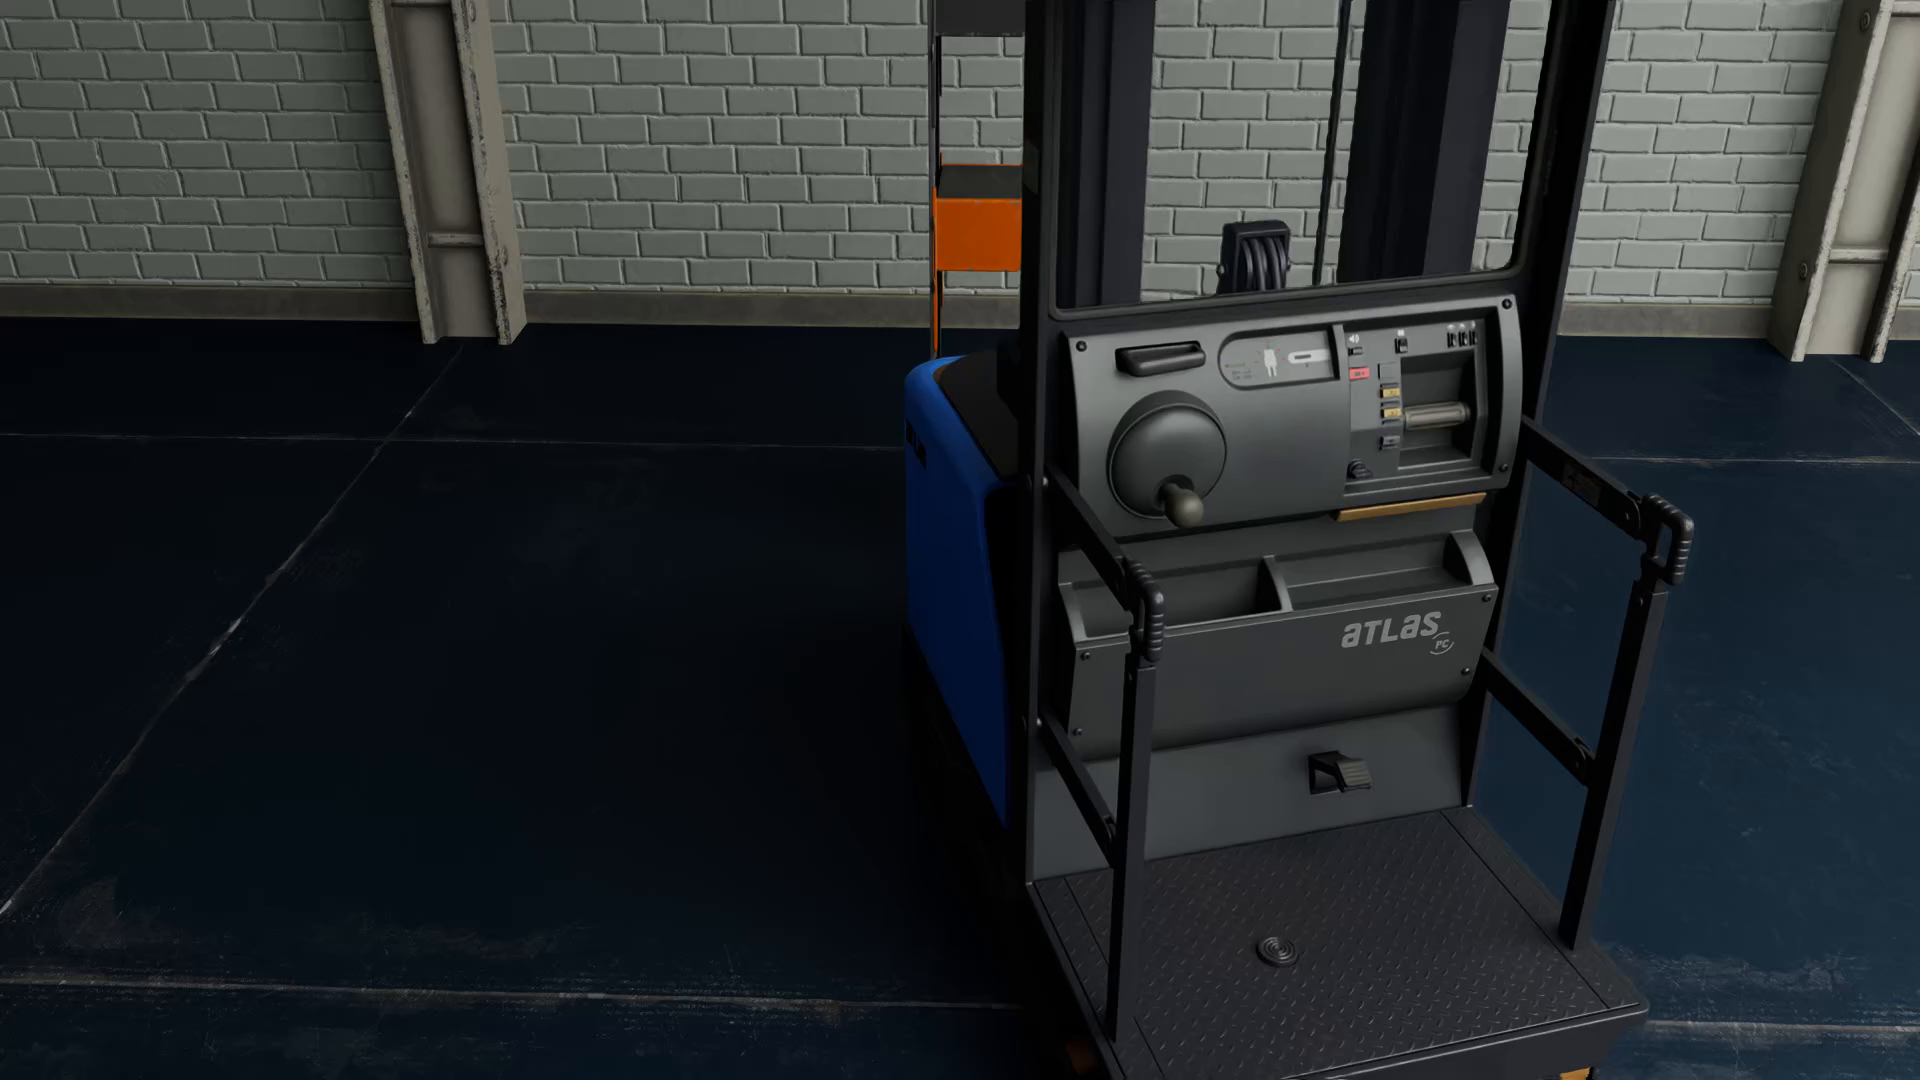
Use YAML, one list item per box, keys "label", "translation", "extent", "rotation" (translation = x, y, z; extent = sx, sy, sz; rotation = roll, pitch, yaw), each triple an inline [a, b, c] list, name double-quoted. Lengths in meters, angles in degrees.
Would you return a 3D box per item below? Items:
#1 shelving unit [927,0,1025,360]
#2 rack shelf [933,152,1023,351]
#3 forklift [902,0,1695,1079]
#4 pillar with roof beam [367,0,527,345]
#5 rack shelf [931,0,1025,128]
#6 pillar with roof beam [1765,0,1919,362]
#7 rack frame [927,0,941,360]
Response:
- label: "shelving unit"
  translation: [0.165, -0.925, 5.253]
  extent: [0.503, 2.100, 0.431]
  rotation: [1, 28, 2]
- label: "rack shelf"
  translation: [0.165, -0.913, 5.259]
  extent: [0.480, 0.518, 0.431]
  rotation: [1, 28, 2]
- label: "forklift"
  translation: [0.713, -0.211, 3.018]
  extent: [1.130, 2.935, 3.031]
  rotation: [-7, 29, -13]
- label: "pillar with roof beam"
  translation: [-2.343, -2.905, 1.623]
  extent: [0.400, 9.000, 9.100]
  rotation: [1, 28, 2]
- label: "rack shelf"
  translation: [0.165, -1.531, 4.932]
  extent: [0.480, 0.518, 0.431]
  rotation: [1, 28, 2]
- label: "pillar with roof beam"
  translation: [3.654, -2.806, 1.435]
  extent: [0.400, 9.000, 9.100]
  rotation: [1, 28, 2]
- label: "rack frame"
  translation: [-0.078, -0.929, 5.261]
  extent: [0.015, 2.100, 0.400]
  rotation: [1, 28, 2]
